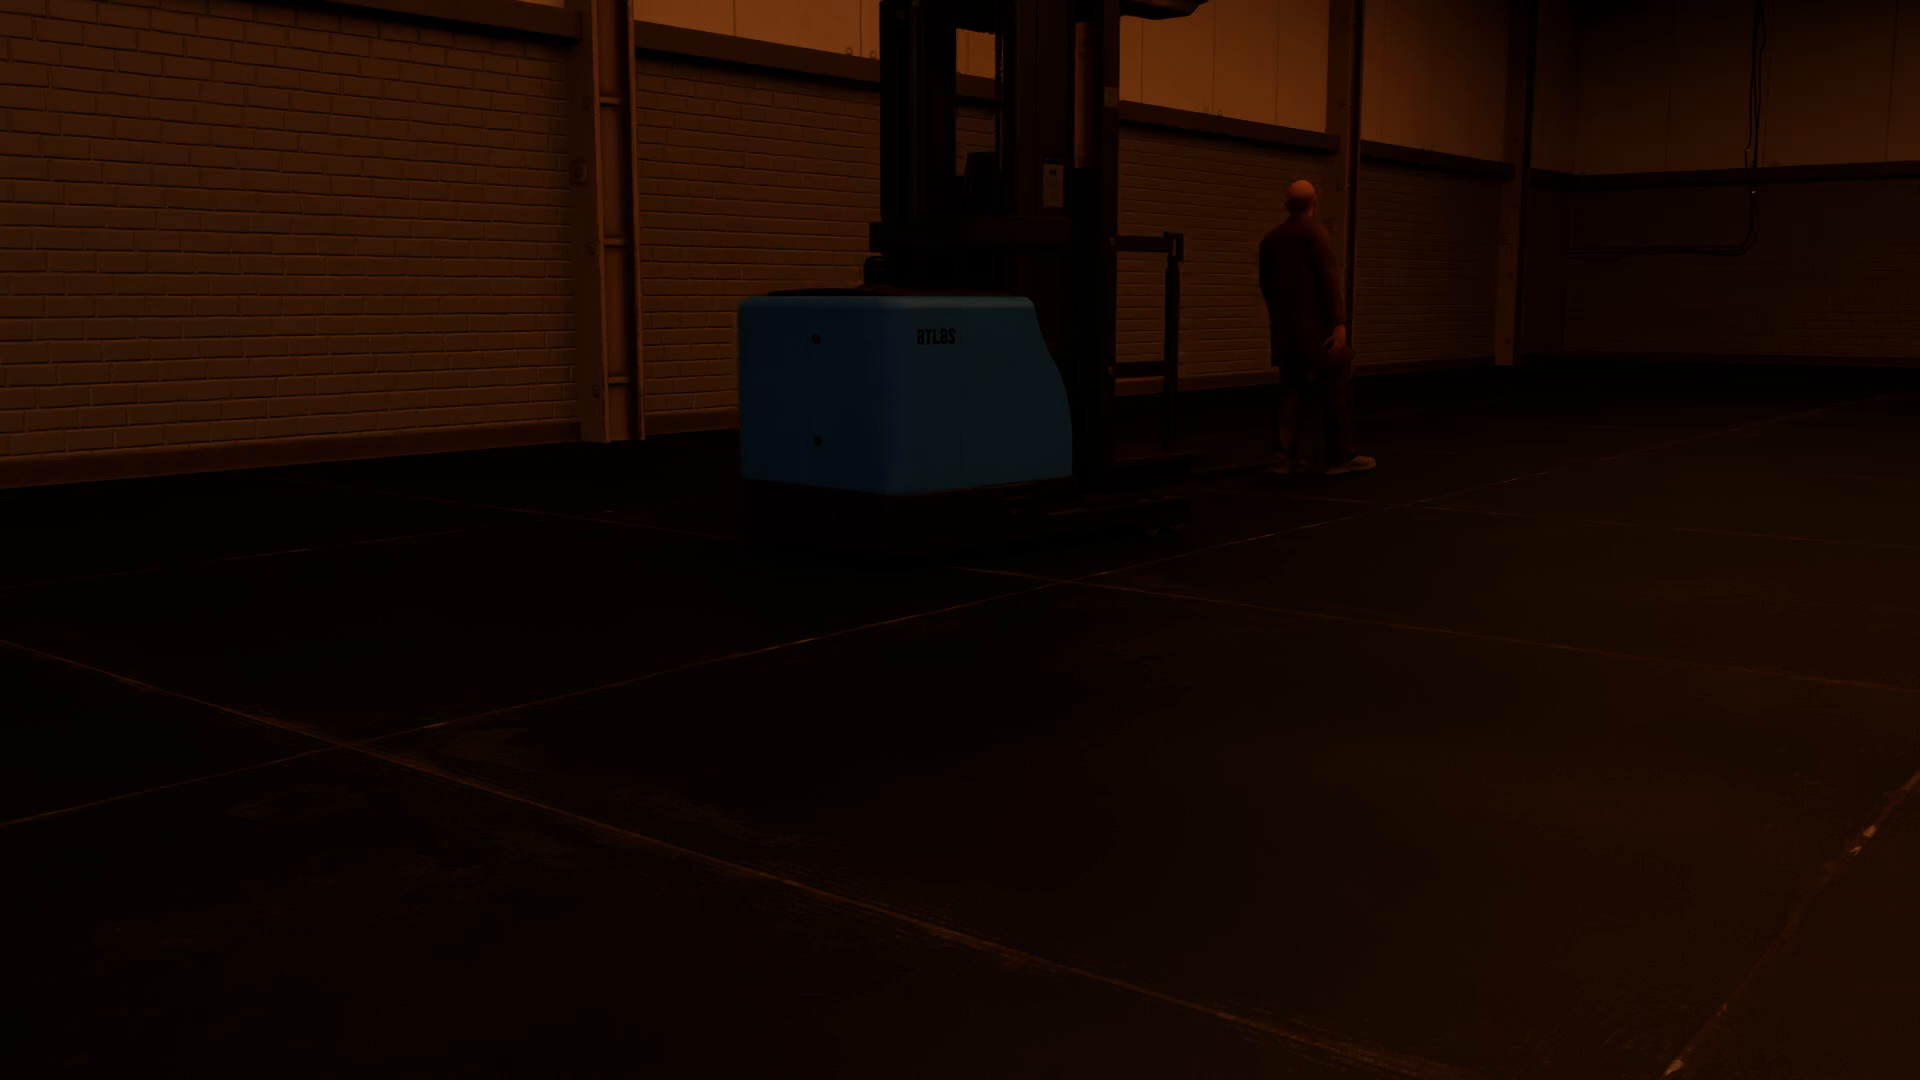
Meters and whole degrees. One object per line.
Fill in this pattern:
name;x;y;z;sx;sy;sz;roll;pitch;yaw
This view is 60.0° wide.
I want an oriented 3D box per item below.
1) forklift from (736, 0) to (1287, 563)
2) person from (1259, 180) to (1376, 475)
forklift;0.426;-1.519;7.661;1.130;2.935;3.031;8;11;43
person;2.174;-1.290;10.143;0.676;1.761;0.742;-6;10;-35
